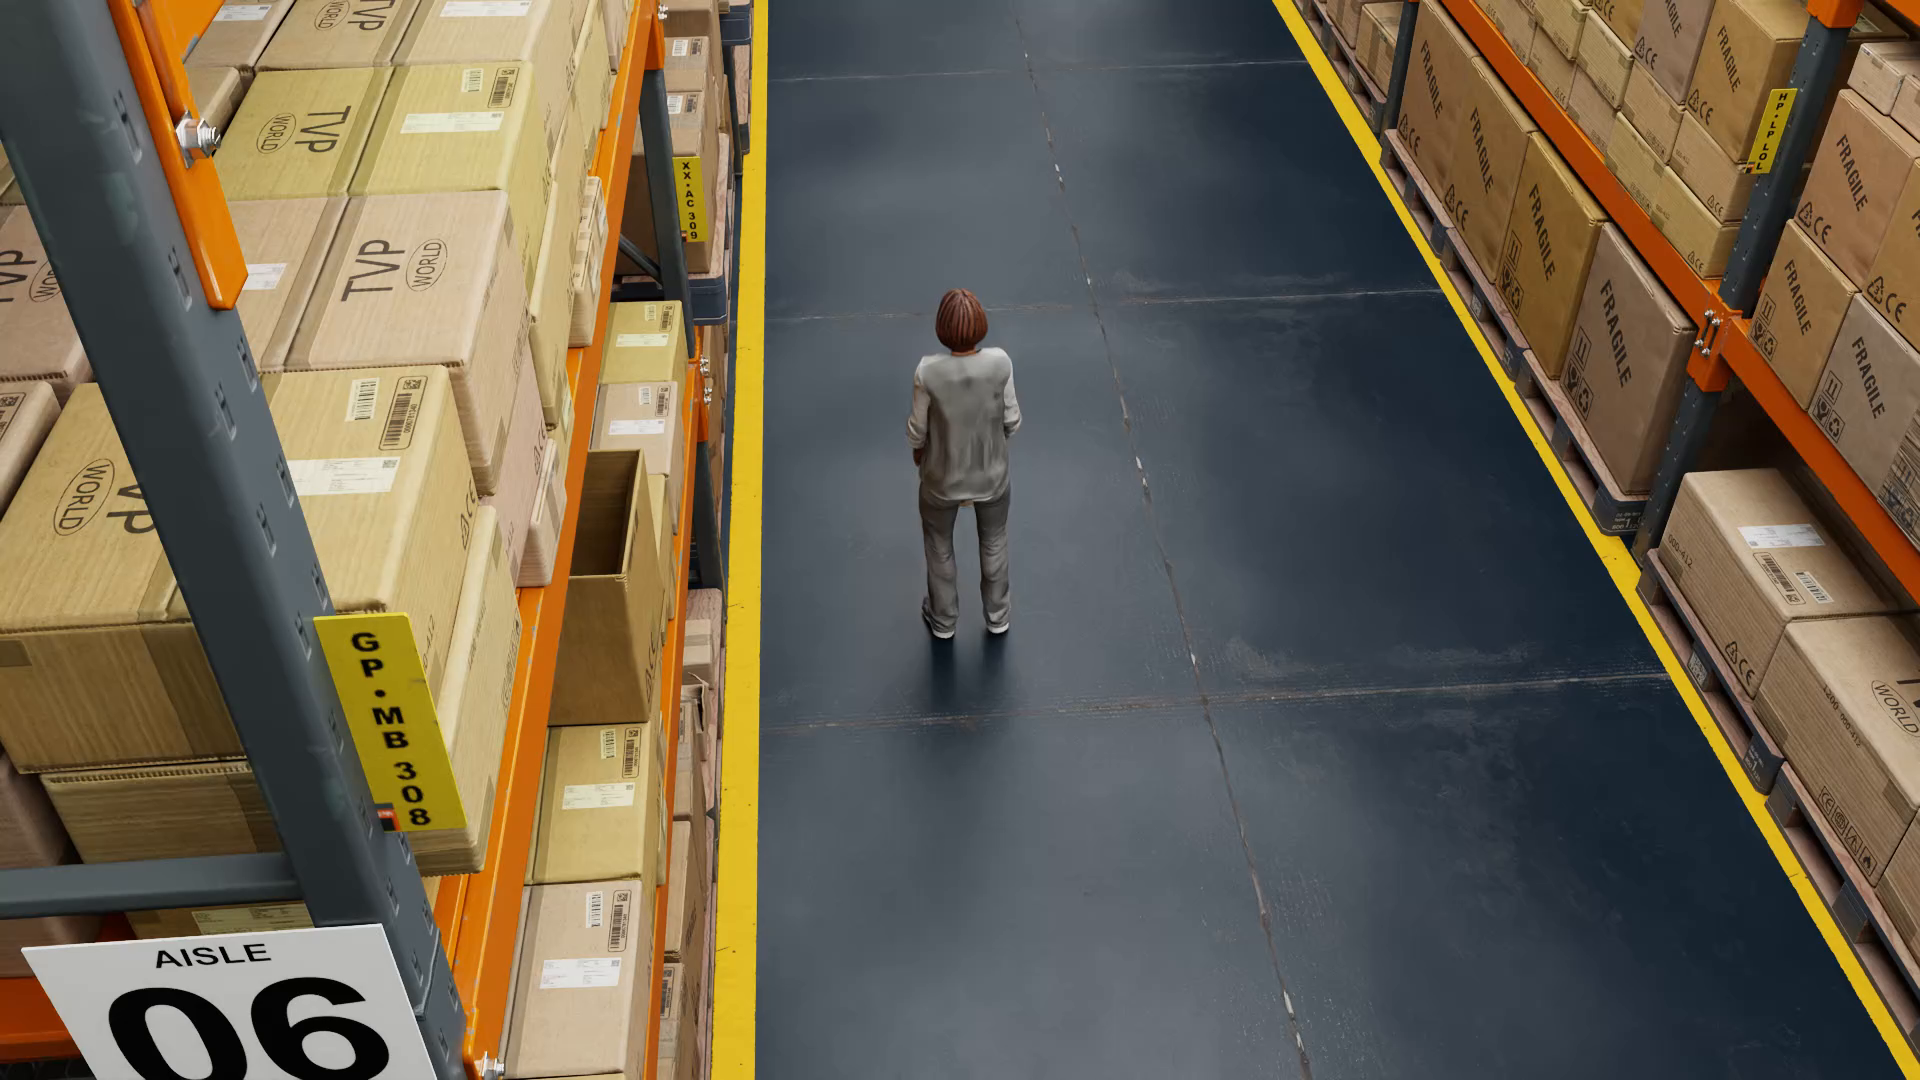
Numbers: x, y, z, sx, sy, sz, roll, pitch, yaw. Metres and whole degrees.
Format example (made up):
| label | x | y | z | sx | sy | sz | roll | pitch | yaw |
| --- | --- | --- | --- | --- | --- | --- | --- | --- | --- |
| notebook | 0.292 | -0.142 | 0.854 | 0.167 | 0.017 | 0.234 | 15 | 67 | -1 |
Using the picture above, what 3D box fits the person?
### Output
| label | x | y | z | sx | sy | sz | roll | pitch | yaw |
| --- | --- | --- | --- | --- | --- | --- | --- | --- | --- |
| person | 0.012 | -0.255 | 6.495 | 0.446 | 1.562 | 0.359 | -6 | 40 | -7 |
